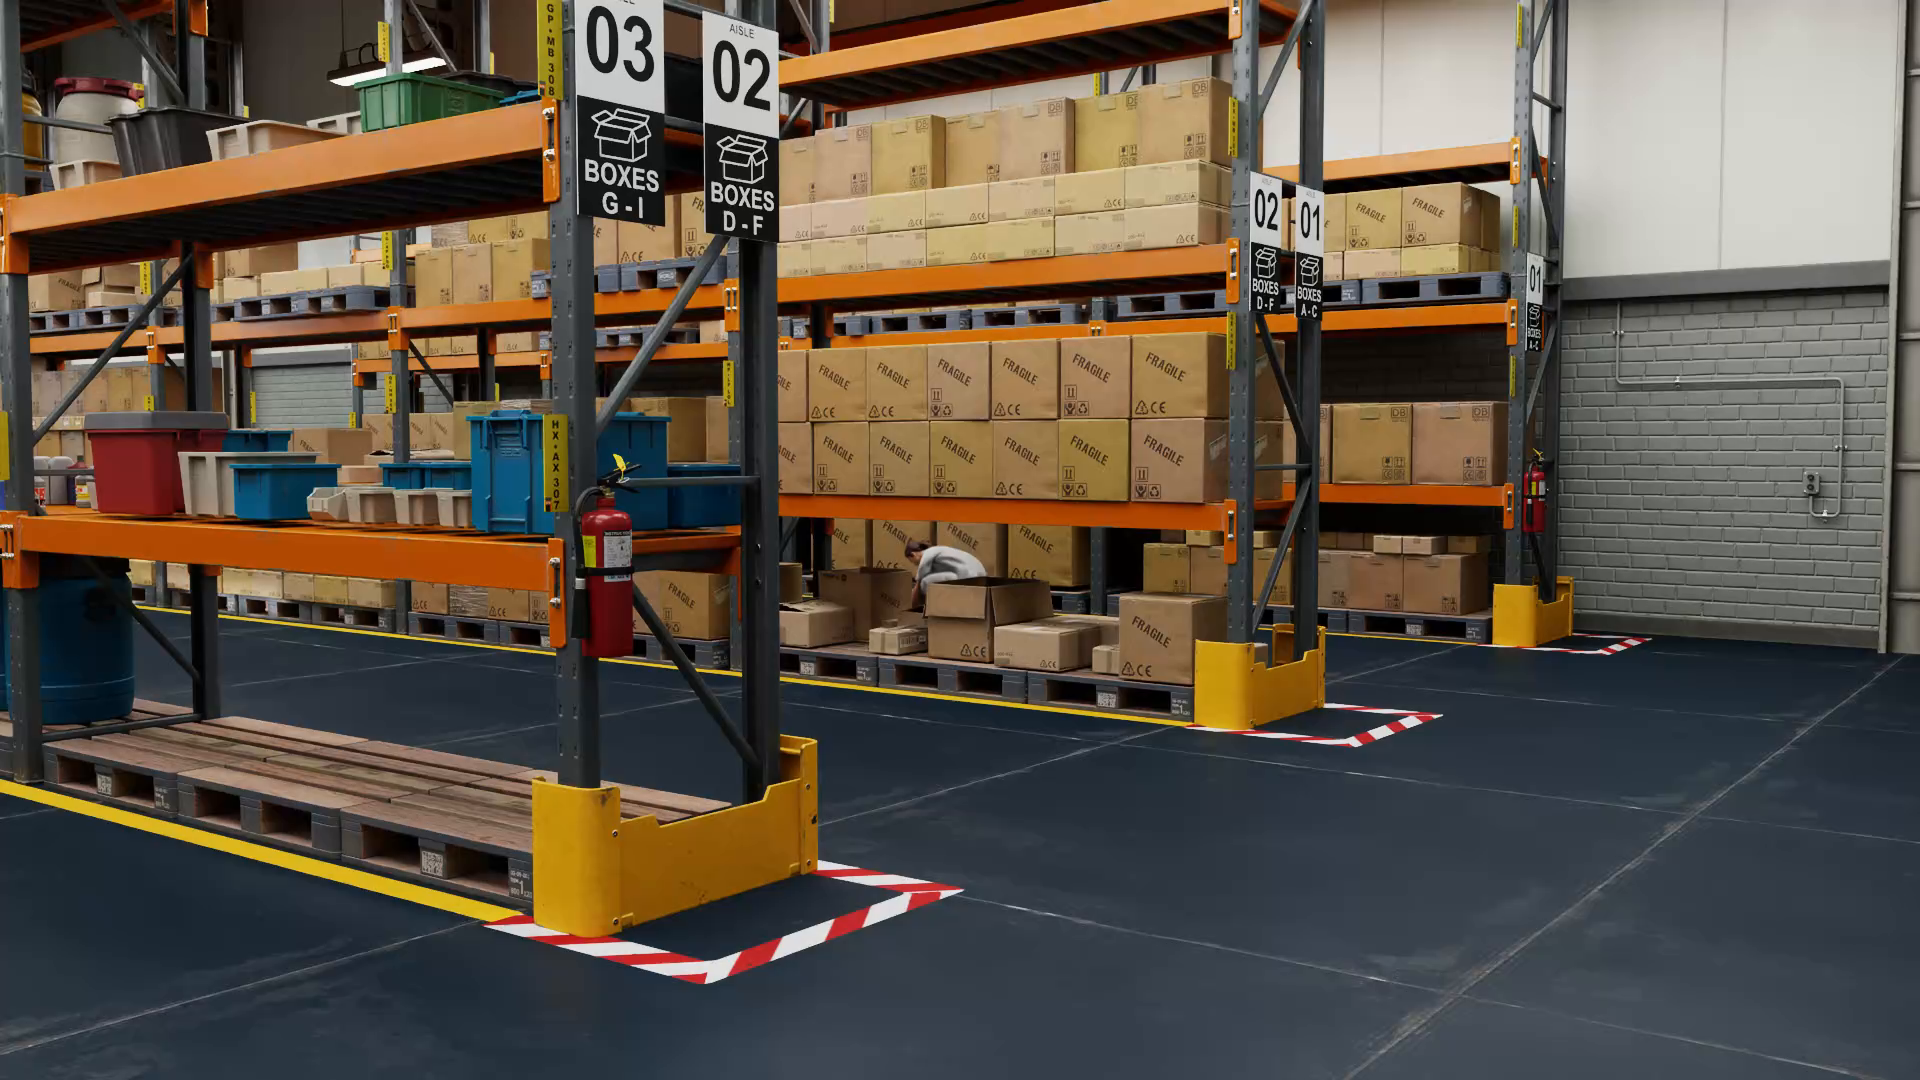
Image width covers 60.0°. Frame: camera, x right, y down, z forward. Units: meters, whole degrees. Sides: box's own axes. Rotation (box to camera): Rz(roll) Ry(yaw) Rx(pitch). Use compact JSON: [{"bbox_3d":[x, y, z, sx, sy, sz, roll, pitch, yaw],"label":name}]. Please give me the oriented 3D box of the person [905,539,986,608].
[{"bbox_3d":[-0.153,0.400,15.832,0.837,0.816,0.470,2,4,35],"label":"person"}]
